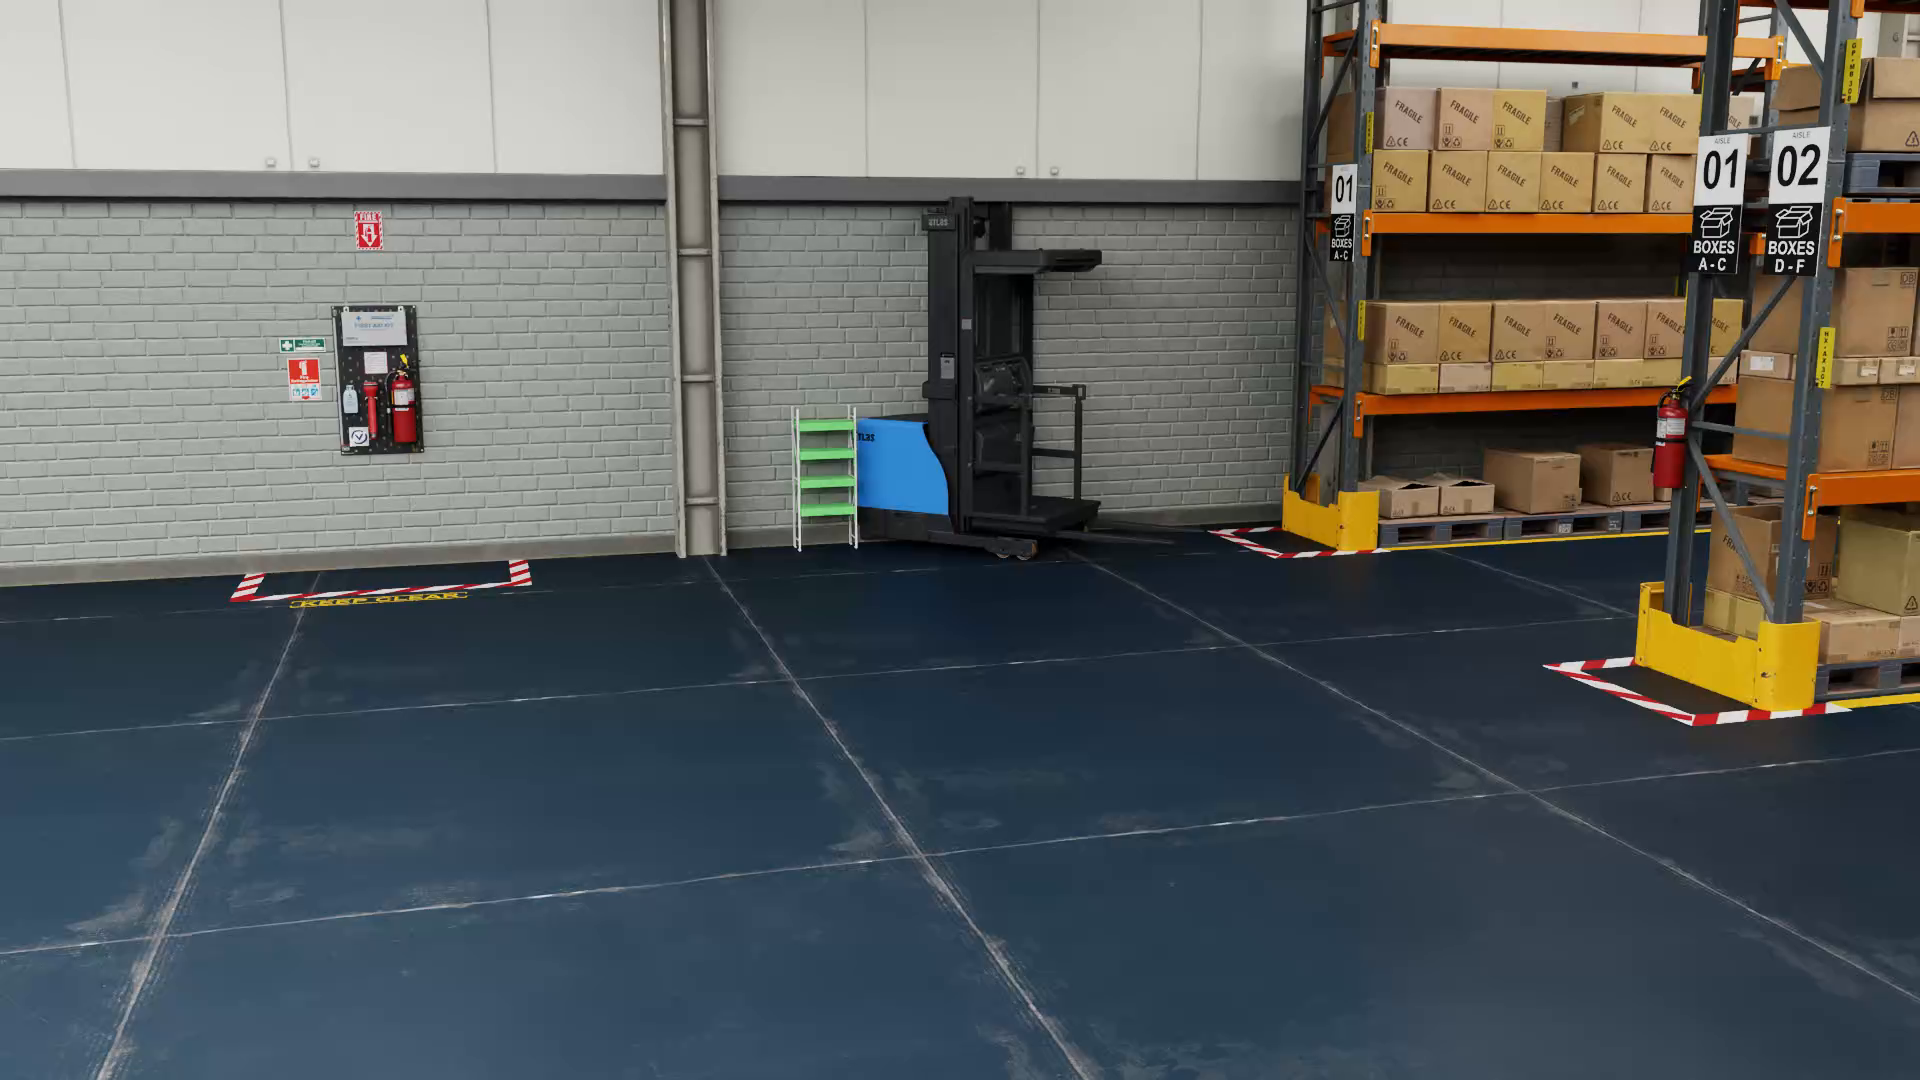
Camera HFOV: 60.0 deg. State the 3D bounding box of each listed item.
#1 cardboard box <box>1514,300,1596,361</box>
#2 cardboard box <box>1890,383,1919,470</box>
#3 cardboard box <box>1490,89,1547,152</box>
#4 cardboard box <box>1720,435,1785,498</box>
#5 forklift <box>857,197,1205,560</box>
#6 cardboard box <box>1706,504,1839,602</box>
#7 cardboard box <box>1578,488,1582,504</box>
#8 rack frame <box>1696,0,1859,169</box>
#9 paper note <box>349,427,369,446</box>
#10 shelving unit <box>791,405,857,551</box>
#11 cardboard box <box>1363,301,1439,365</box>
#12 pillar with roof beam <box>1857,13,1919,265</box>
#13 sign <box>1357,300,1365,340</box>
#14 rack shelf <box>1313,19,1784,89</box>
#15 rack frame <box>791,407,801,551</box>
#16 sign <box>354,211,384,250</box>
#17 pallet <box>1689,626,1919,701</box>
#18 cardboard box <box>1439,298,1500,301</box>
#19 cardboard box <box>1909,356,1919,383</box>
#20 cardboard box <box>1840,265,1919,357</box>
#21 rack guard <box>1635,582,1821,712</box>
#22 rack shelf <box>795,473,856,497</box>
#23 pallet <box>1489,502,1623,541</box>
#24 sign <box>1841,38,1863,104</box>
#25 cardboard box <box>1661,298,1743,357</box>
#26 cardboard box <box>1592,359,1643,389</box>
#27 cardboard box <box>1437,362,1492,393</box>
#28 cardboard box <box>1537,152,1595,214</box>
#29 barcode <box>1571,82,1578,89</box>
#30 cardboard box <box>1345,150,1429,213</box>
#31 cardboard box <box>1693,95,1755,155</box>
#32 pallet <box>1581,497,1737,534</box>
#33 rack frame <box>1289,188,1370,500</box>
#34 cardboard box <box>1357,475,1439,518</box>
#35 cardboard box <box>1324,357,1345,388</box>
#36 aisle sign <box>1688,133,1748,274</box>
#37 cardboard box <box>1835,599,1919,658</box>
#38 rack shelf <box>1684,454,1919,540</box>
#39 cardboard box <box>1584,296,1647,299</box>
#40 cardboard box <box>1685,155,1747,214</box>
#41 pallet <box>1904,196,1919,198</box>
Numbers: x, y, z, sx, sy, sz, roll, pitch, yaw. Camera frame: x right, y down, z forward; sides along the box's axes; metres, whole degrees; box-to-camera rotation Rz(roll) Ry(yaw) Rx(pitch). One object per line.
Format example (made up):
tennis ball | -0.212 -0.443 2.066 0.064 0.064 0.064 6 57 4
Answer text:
cardboard box | 5.169 -1.836 14.522 0.500 0.500 0.500 -3 11 -14
cardboard box | 5.502 -0.720 9.894 0.500 0.500 0.700 -3 11 -14
cardboard box | 4.581 -3.530 14.060 0.500 0.500 0.500 -3 11 -14
cardboard box | 7.702 -0.712 15.819 0.500 0.500 0.700 -3 11 -14
forklift | 0.545 -1.385 13.973 3.031 2.935 1.130 6 12 29
cardboard box | 4.979 0.076 10.210 0.500 0.500 0.500 -3 11 -16
cardboard box | 5.458 -0.422 15.212 0.250 0.149 0.380 -4 11 -21
rack frame | 4.547 -3.572 9.095 0.127 3.000 1.000 -3 11 -16
paper note | -4.744 -0.816 13.128 0.142 0.148 0.016 -3 11 -16
shelving unit | -1.150 -0.528 14.102 0.503 1.200 0.258 -3 11 -17
cardboard box | 3.701 -1.759 14.106 0.500 0.500 0.500 -3 11 -16
pillar with roof beam | 10.553 -4.174 12.365 0.400 9.000 9.100 -3 11 -16
sign | 3.311 -1.814 13.724 0.005 0.325 0.100 -3 11 -16
rack shelf | 5.079 -4.179 14.387 4.000 0.370 1.077 -3 11 -16
rack frame | -1.383 -0.515 14.033 0.015 1.200 0.240 -3 11 -17
sign | -4.591 -2.403 12.913 0.199 0.298 0.001 -3 11 -16
pallet | 5.270 0.704 10.140 1.213 0.211 1.003 -3 11 -16
cardboard box | 4.533 -1.899 14.864 0.500 0.500 0.500 -3 11 -18
cardboard box | 5.477 -0.998 9.617 0.250 0.149 0.380 -3 11 -16
cardboard box | 5.553 -1.360 9.792 0.500 0.500 0.700 -3 11 -17
rack guard | 4.524 0.609 9.858 0.348 0.500 1.175 -3 11 -16
rack shelf | -1.150 -0.465 14.114 0.480 0.148 0.258 -3 11 -17
pallet | 5.191 -0.211 15.110 1.213 0.211 1.003 -3 11 -16
sign | 4.696 -2.469 8.755 0.005 0.325 0.100 -3 11 -16
cardboard box | 6.632 -1.912 14.936 0.500 0.500 0.500 -3 11 -16
cardboard box | 5.670 -1.492 14.728 0.500 0.250 0.500 -3 11 -16
cardboard box | 4.211 -1.417 14.317 0.500 0.250 0.500 -3 11 -18
cardboard box | 5.081 -3.069 14.316 0.500 0.500 0.500 -2 11 -12
barcode | 5.545 -4.099 14.995 0.075 0.075 0.001 -3 11 -16
cardboard box | 3.550 -2.990 13.888 0.500 0.500 0.500 -3 11 -14
cardboard box | 6.594 -3.638 14.648 0.500 0.500 0.500 -4 11 -21
pallet | 6.364 -0.273 15.449 1.213 0.211 1.003 -3 11 -16
rack frame | 3.159 -1.483 14.315 0.127 3.000 1.000 -3 11 -16
cardboard box | 3.848 -0.396 14.624 0.500 0.311 0.500 -4 11 -22
cardboard box | 3.553 -1.476 14.638 0.500 0.250 0.500 -3 11 -15
aisle sign | 4.402 -1.948 9.662 0.004 0.787 0.394 -3 11 -16
cardboard box | 5.603 0.510 9.927 0.500 0.250 0.500 -3 11 -16
rack shelf | 6.467 -0.369 10.253 4.000 0.370 1.077 -3 11 -16
cardboard box | 5.992 -1.977 15.288 0.500 0.500 0.500 -3 11 -16
cardboard box | 6.581 -3.151 14.759 0.500 0.500 0.500 -3 11 -14
pallet | 6.407 -2.147 9.883 1.213 0.211 1.003 -3 11 -16
